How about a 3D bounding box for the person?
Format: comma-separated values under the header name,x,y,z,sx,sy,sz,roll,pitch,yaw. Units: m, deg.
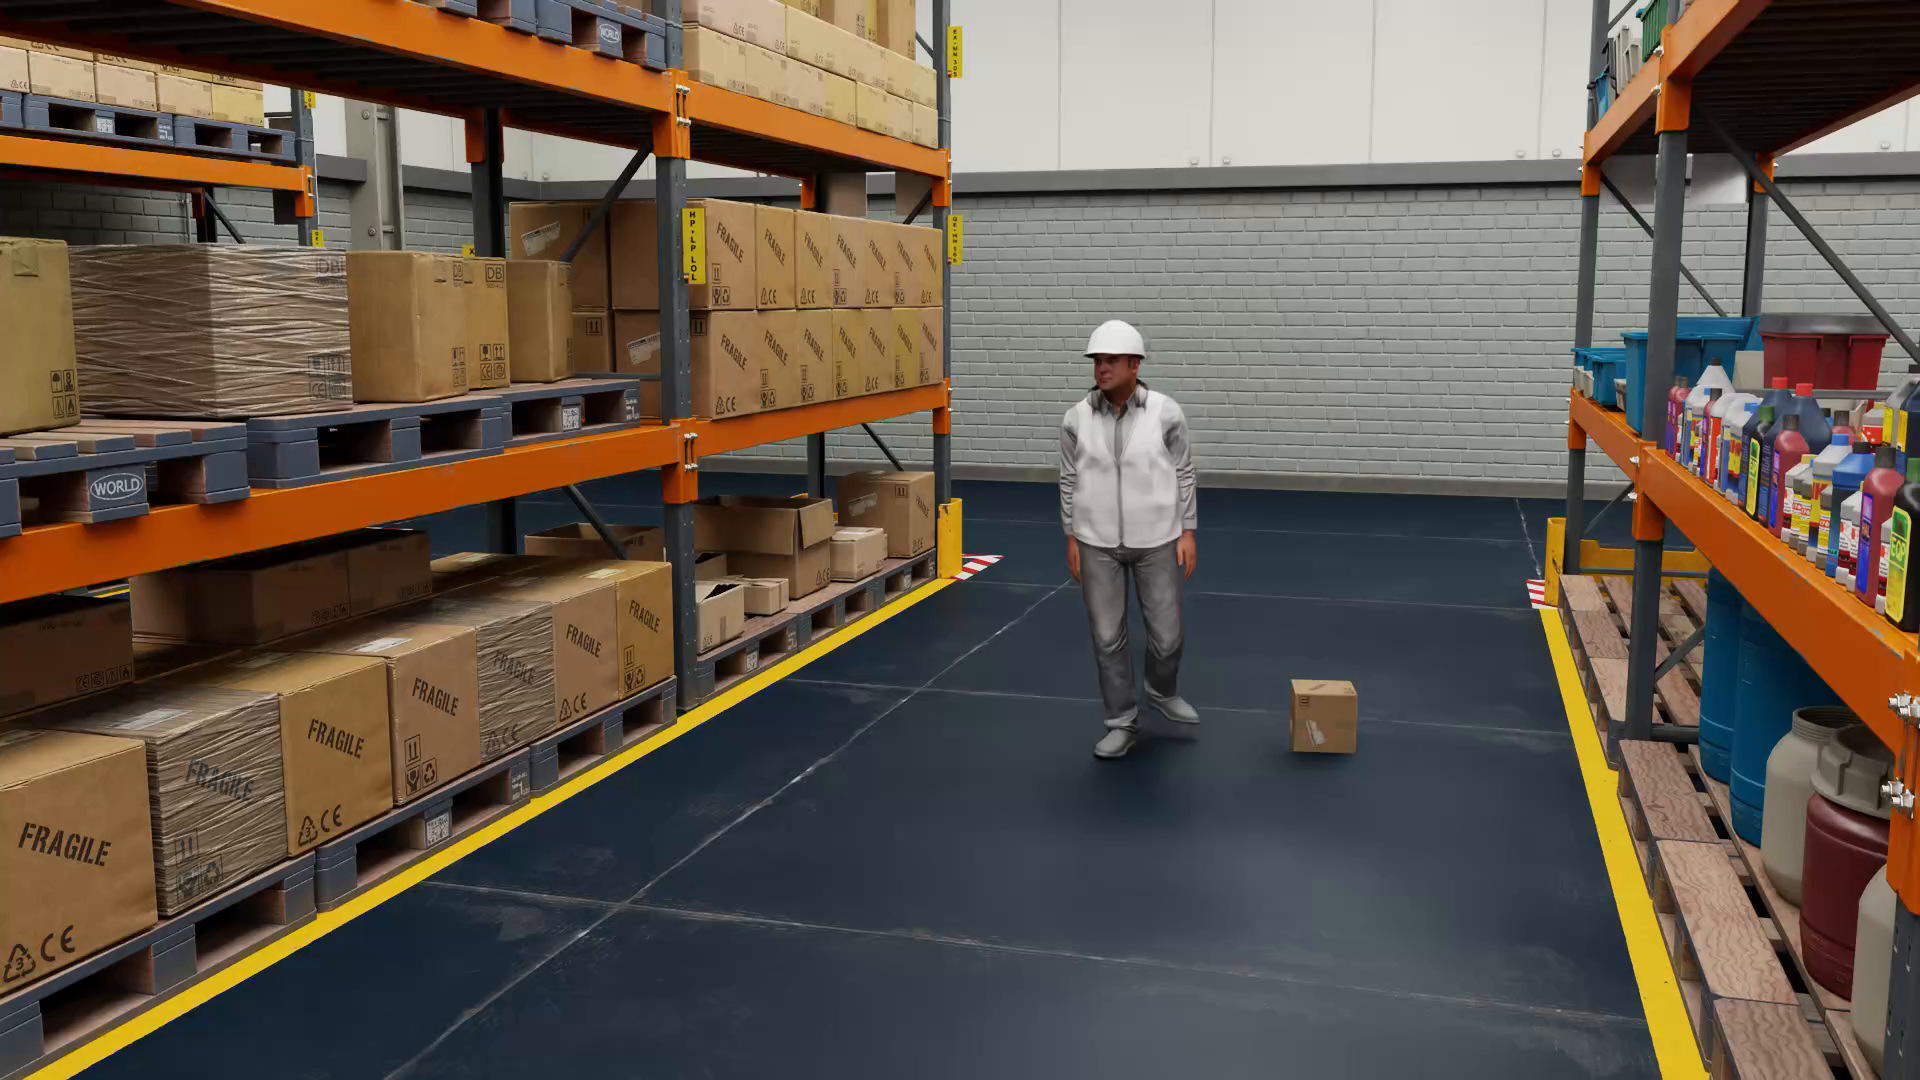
name,x,y,z,sx,sy,sz,roll,pitch,yaw
person,0.704,0.073,6.817,0.465,1.490,0.526,2,8,13
